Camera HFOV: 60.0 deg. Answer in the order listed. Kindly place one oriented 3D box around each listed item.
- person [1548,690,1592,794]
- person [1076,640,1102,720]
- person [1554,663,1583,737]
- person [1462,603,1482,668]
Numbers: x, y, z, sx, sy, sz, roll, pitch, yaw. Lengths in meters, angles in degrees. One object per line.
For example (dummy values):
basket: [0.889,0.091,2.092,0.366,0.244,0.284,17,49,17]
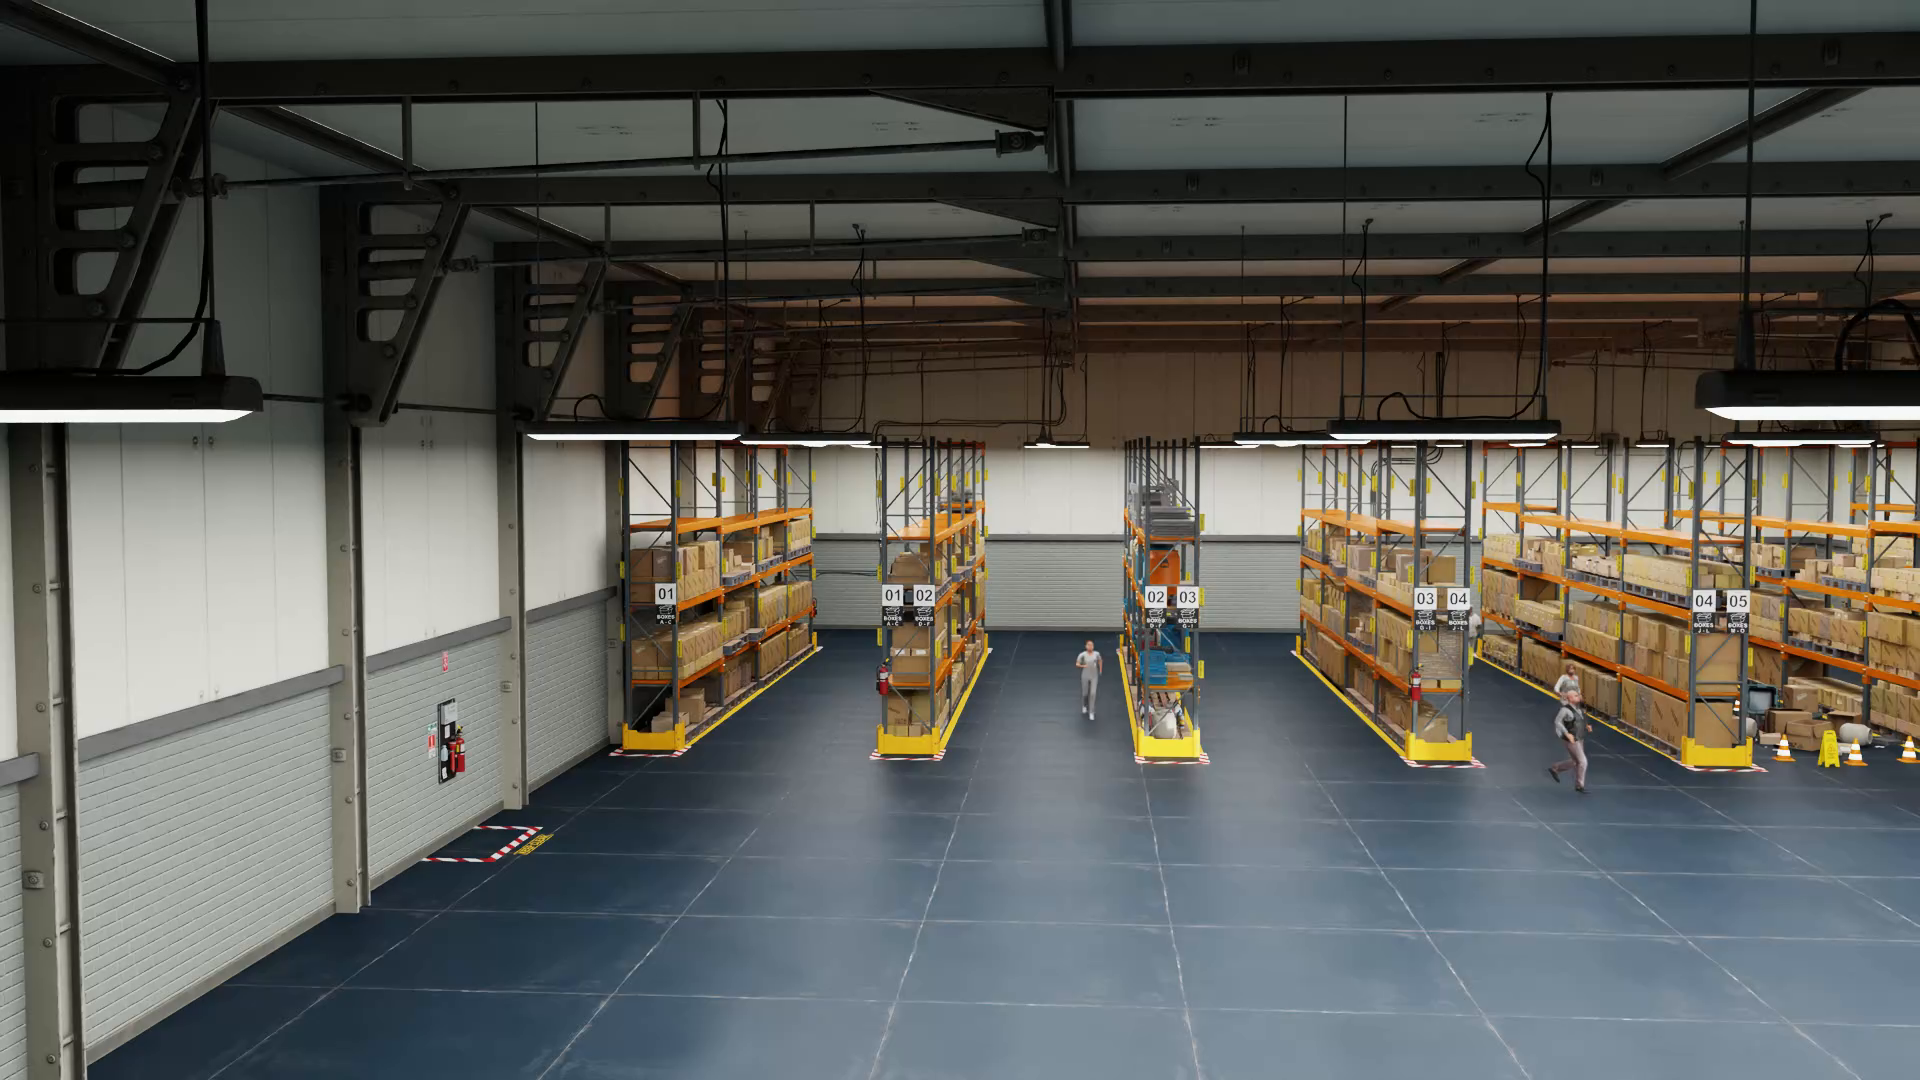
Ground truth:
person: [10.293,3.379,28.021,0.784,1.720,0.657,3,4,45]
person: [2.770,2.956,35.594,0.597,1.658,0.936,0,3,-4]
person: [11.964,3.197,32.667,0.523,1.554,0.525,-1,3,-12]
person: [13.296,2.517,43.446,0.676,1.748,0.678,0,3,-3]
